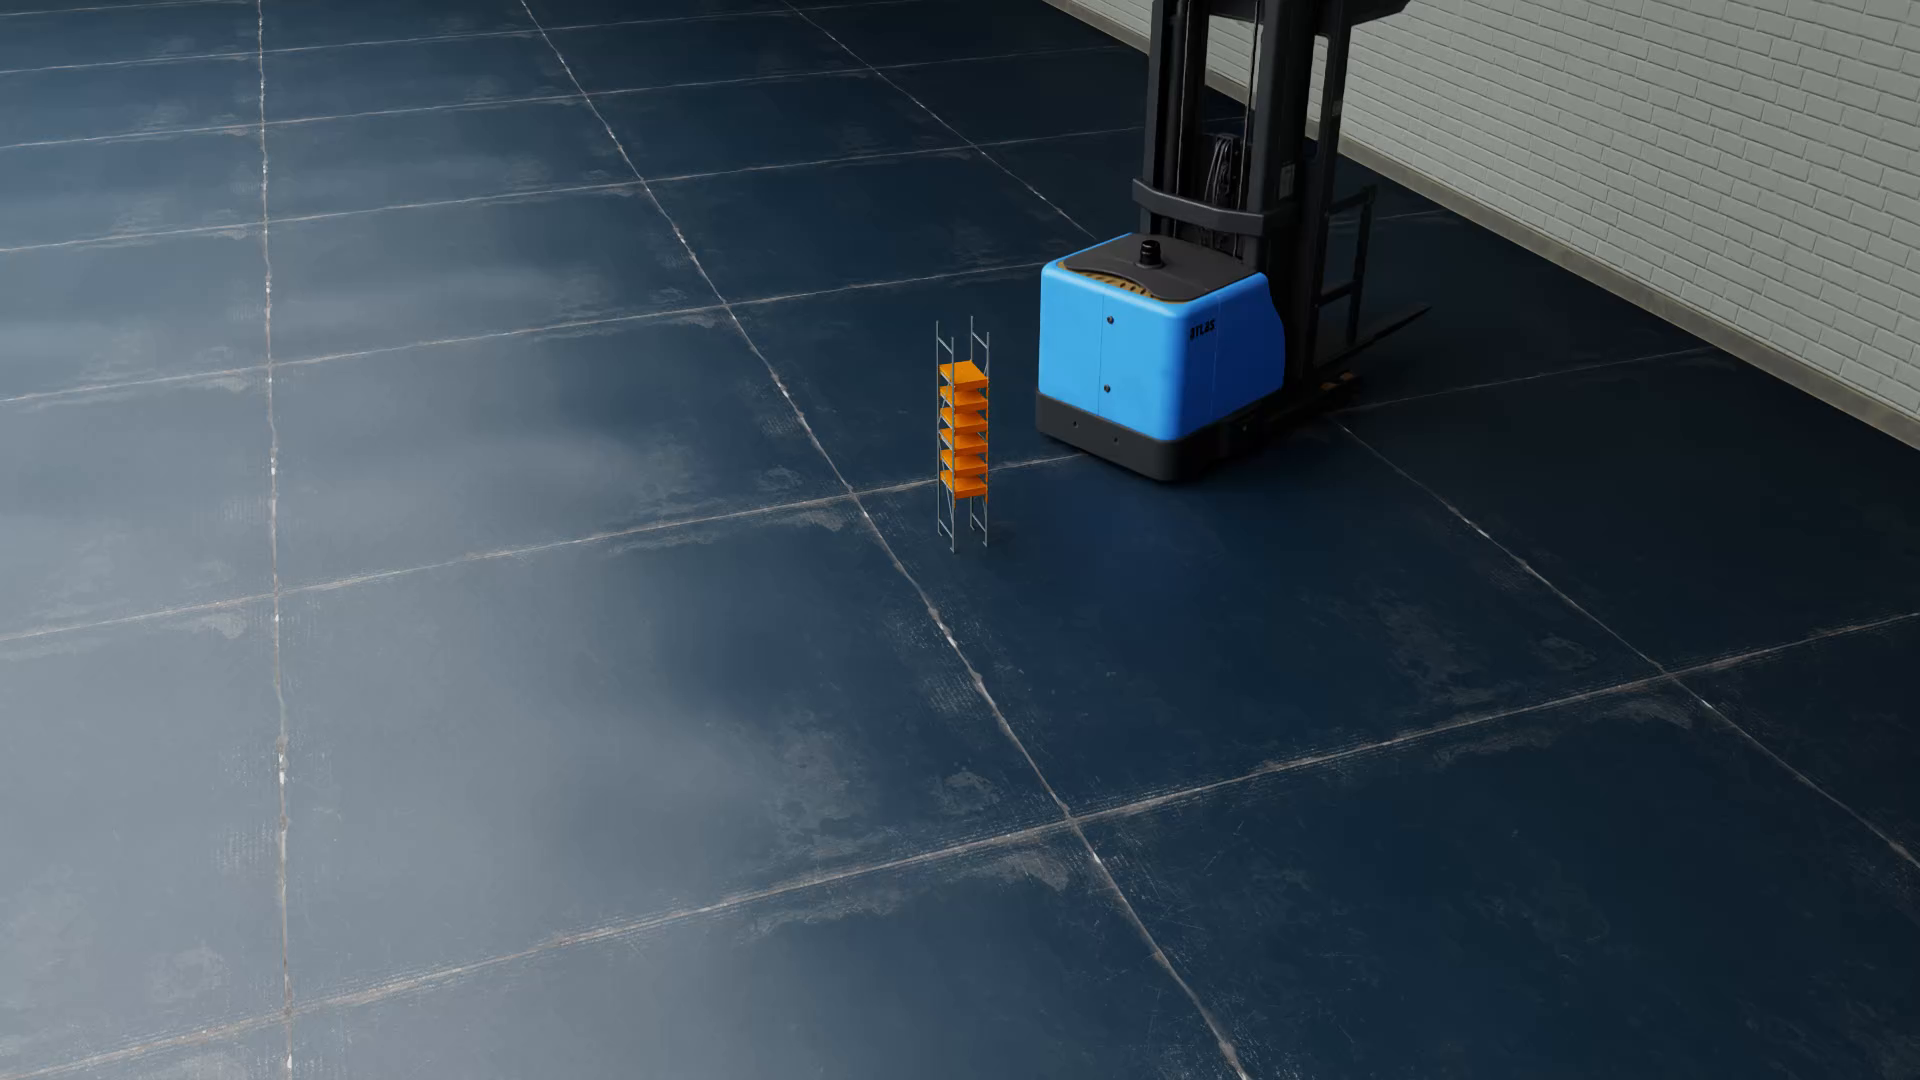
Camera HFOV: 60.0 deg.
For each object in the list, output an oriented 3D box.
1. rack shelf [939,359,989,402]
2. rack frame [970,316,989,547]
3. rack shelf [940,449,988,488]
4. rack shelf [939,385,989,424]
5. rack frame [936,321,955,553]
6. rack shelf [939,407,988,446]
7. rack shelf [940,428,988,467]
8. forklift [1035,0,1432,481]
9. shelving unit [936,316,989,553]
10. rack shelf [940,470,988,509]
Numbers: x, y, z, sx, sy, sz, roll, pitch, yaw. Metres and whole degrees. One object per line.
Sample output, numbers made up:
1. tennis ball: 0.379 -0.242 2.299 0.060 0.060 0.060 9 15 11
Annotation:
1. rack shelf: 0.014 -0.798 8.301 0.180 0.103 0.258 -10 31 -18
2. rack frame: 0.099 -0.540 8.485 0.006 1.200 0.240 -10 31 -18
3. rack shelf: 0.014 -0.381 8.539 0.180 0.103 0.258 -10 31 -18
4. rack shelf: 0.014 -0.694 8.361 0.180 0.103 0.258 -10 31 -18
5. rack frame: -0.072 -0.508 8.430 0.006 1.200 0.240 -10 31 -18
6. rack shelf: 0.014 -0.589 8.420 0.180 0.103 0.258 -10 31 -18
7. rack shelf: 0.014 -0.485 8.479 0.180 0.103 0.258 -10 31 -18
8. forklift: 1.835 -2.229 9.702 1.130 2.935 3.031 26 39 38
9. shelving unit: 0.014 -0.524 8.457 0.189 1.200 0.258 -10 31 -18
10. rack shelf: 0.014 -0.277 8.598 0.180 0.103 0.258 -10 31 -18
